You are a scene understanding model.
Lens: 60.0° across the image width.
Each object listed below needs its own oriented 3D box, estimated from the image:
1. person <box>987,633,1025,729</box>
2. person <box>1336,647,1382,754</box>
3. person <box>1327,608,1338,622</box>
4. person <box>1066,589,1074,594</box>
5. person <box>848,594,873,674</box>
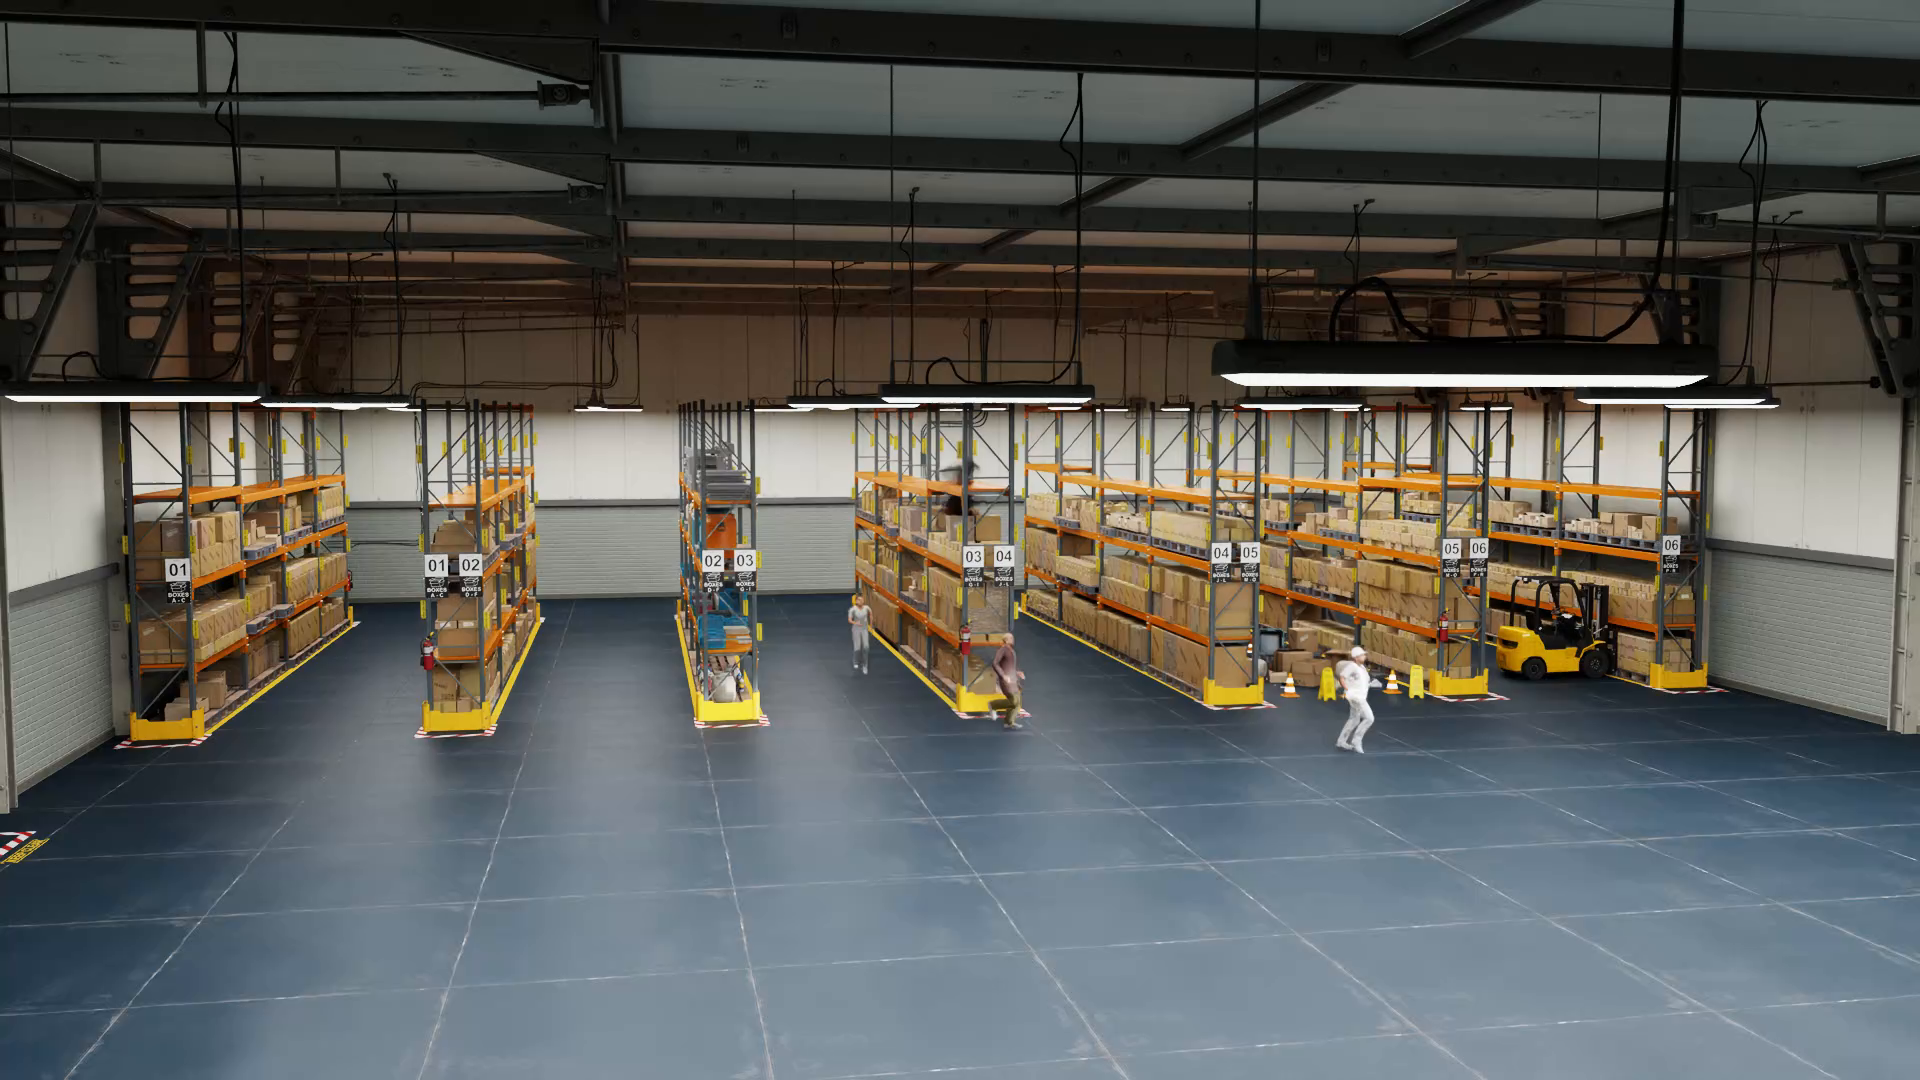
[{"bbox_3d":[0.853,2.566,30.354,0.677,1.740,0.721,2,5,28],"label":"person"},{"bbox_3d":[6.758,2.716,28.183,0.729,1.807,0.655,2,5,22],"label":"person"},{"bbox_3d":[9.887,1.514,44.150,0.643,1.745,0.901,-1,4,-17],"label":"person"},{"bbox_3d":[3.325,1.163,49.829,0.610,1.630,0.849,-2,5,-27],"label":"person"},{"bbox_3d":[-2.136,2.023,35.845,0.580,1.719,0.715,-1,4,-14],"label":"person"}]
